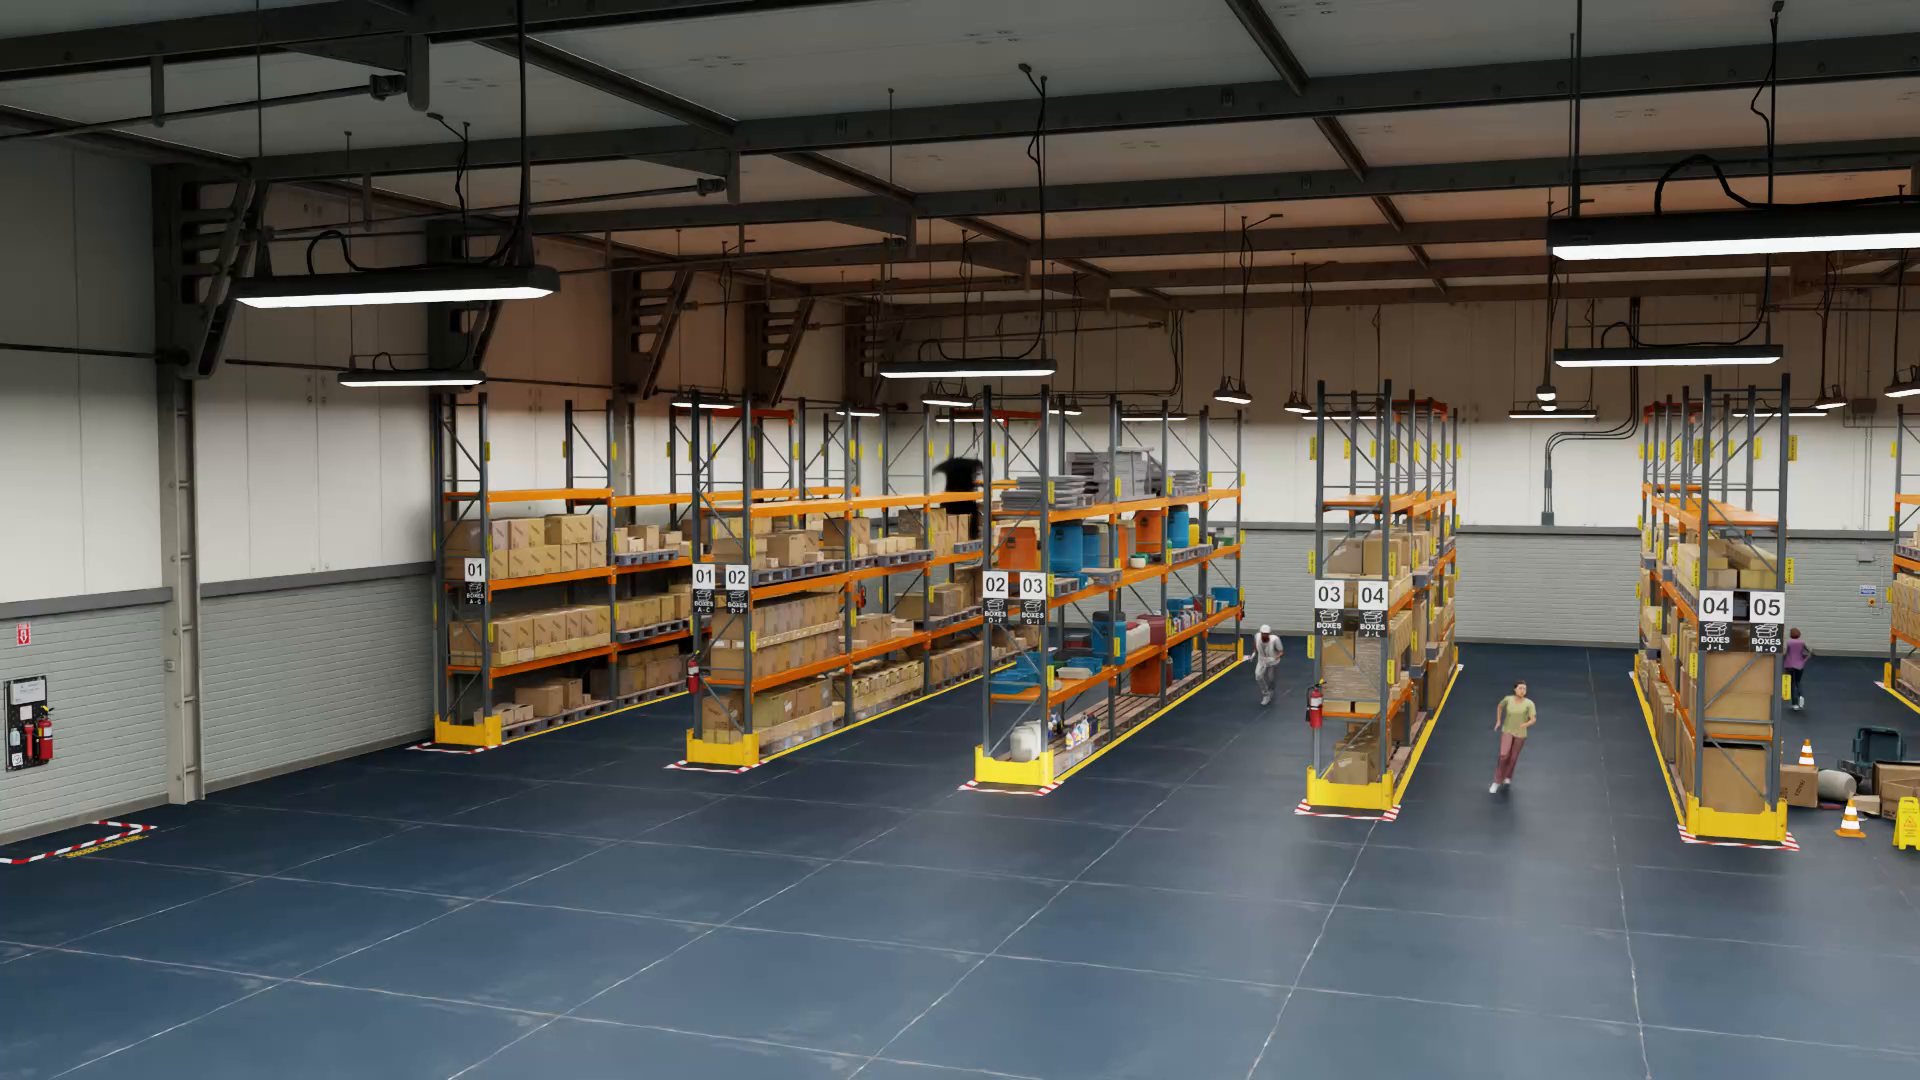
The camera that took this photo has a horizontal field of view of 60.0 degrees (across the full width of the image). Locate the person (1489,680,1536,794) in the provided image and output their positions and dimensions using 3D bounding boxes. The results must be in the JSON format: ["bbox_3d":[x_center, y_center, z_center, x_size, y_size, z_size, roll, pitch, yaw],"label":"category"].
[{"bbox_3d":[8.115,2.861,24.420,0.645,1.645,0.781,1,3,17],"label":"person"}]

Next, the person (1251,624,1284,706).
[{"bbox_3d":[6.144,2.440,33.048,0.702,1.605,1.127,1,3,24],"label":"person"}]

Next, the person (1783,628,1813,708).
[{"bbox_3d":[16.250,2.481,32.372,0.547,1.564,0.604,1,3,11],"label":"person"}]
